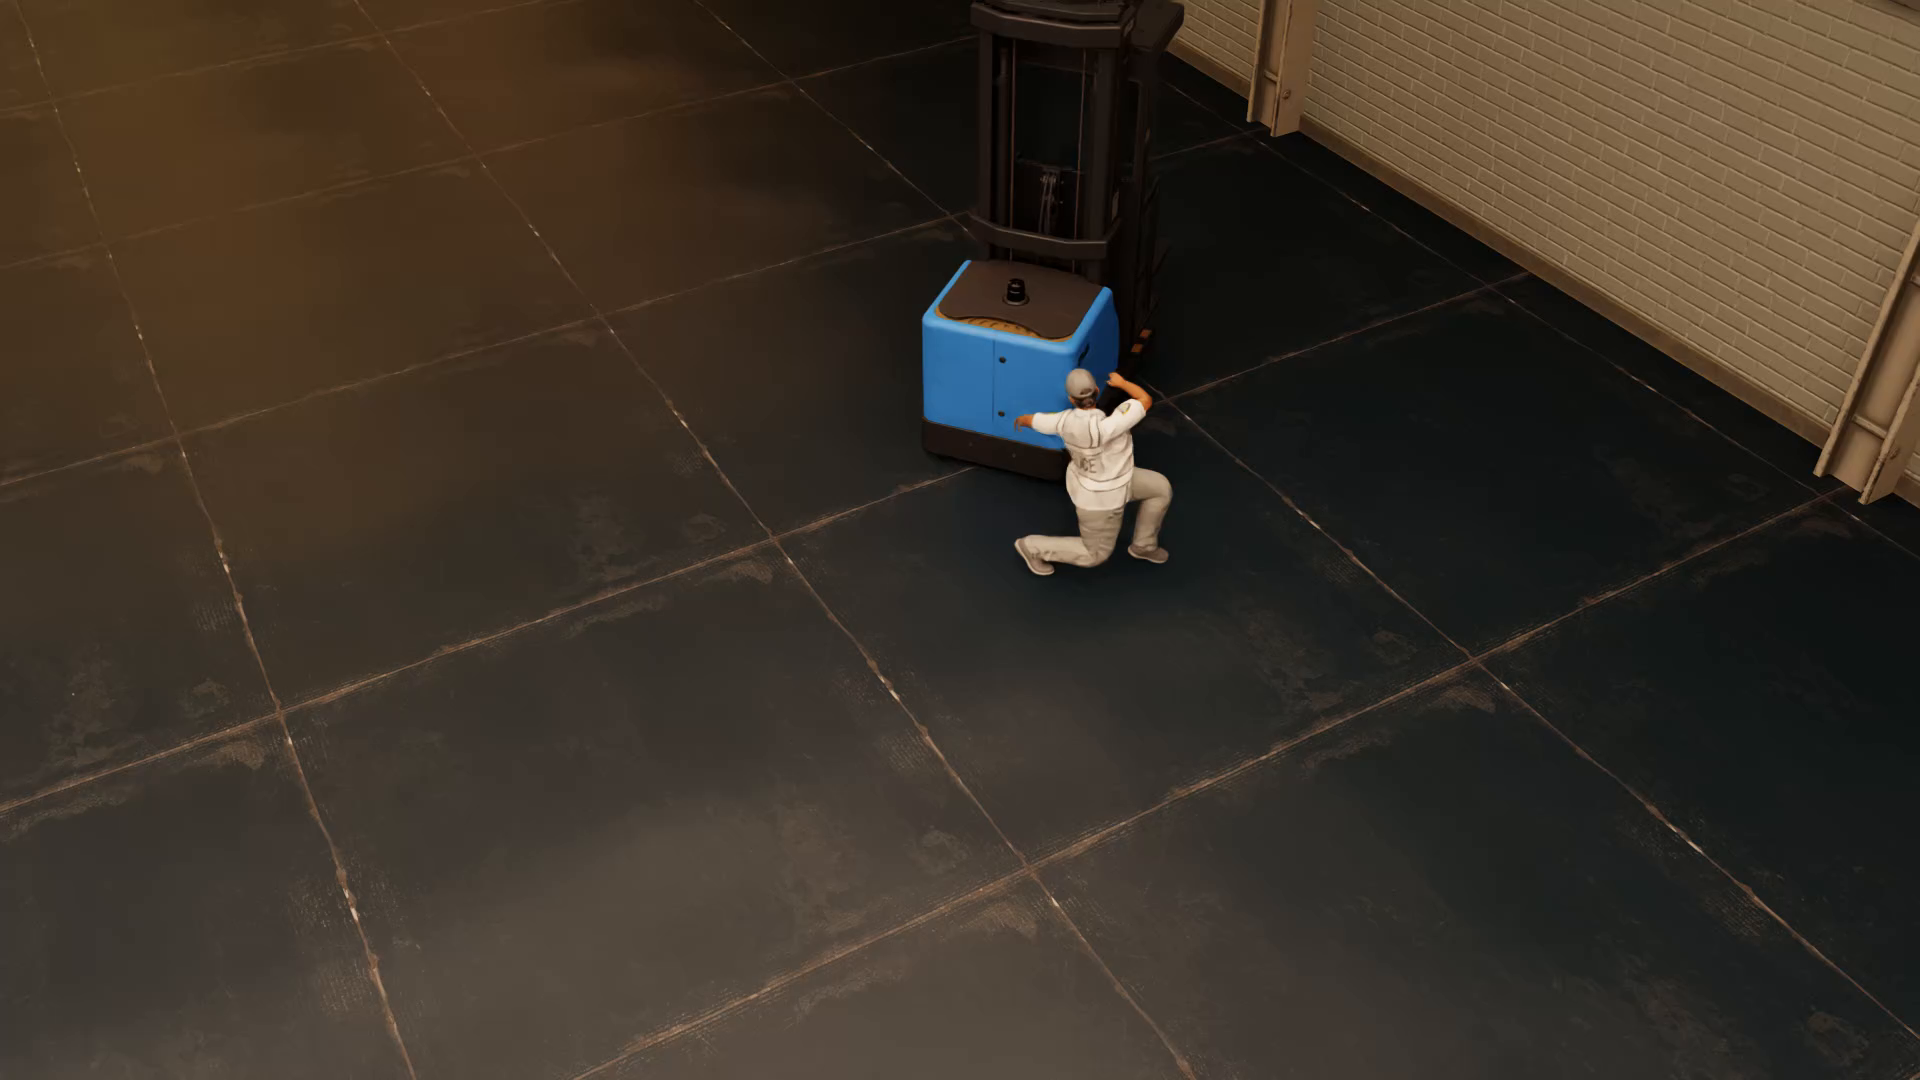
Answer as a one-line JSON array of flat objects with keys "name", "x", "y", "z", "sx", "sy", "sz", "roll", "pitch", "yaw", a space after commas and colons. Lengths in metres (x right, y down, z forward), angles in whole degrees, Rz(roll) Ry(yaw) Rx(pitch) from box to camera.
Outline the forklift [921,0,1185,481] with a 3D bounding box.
[{"name": "forklift", "x": 0.757, "y": -2.450, "z": 10.990, "sx": 1.130, "sy": 2.935, "sz": 3.031, "roll": 14, "pitch": 42, "yaw": 16}]

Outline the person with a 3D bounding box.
[{"name": "person", "x": 0.778, "y": -0.476, "z": 9.838, "sx": 0.950, "sy": 1.387, "sz": 0.852, "roll": -7, "pitch": 40, "yaw": -9}]
